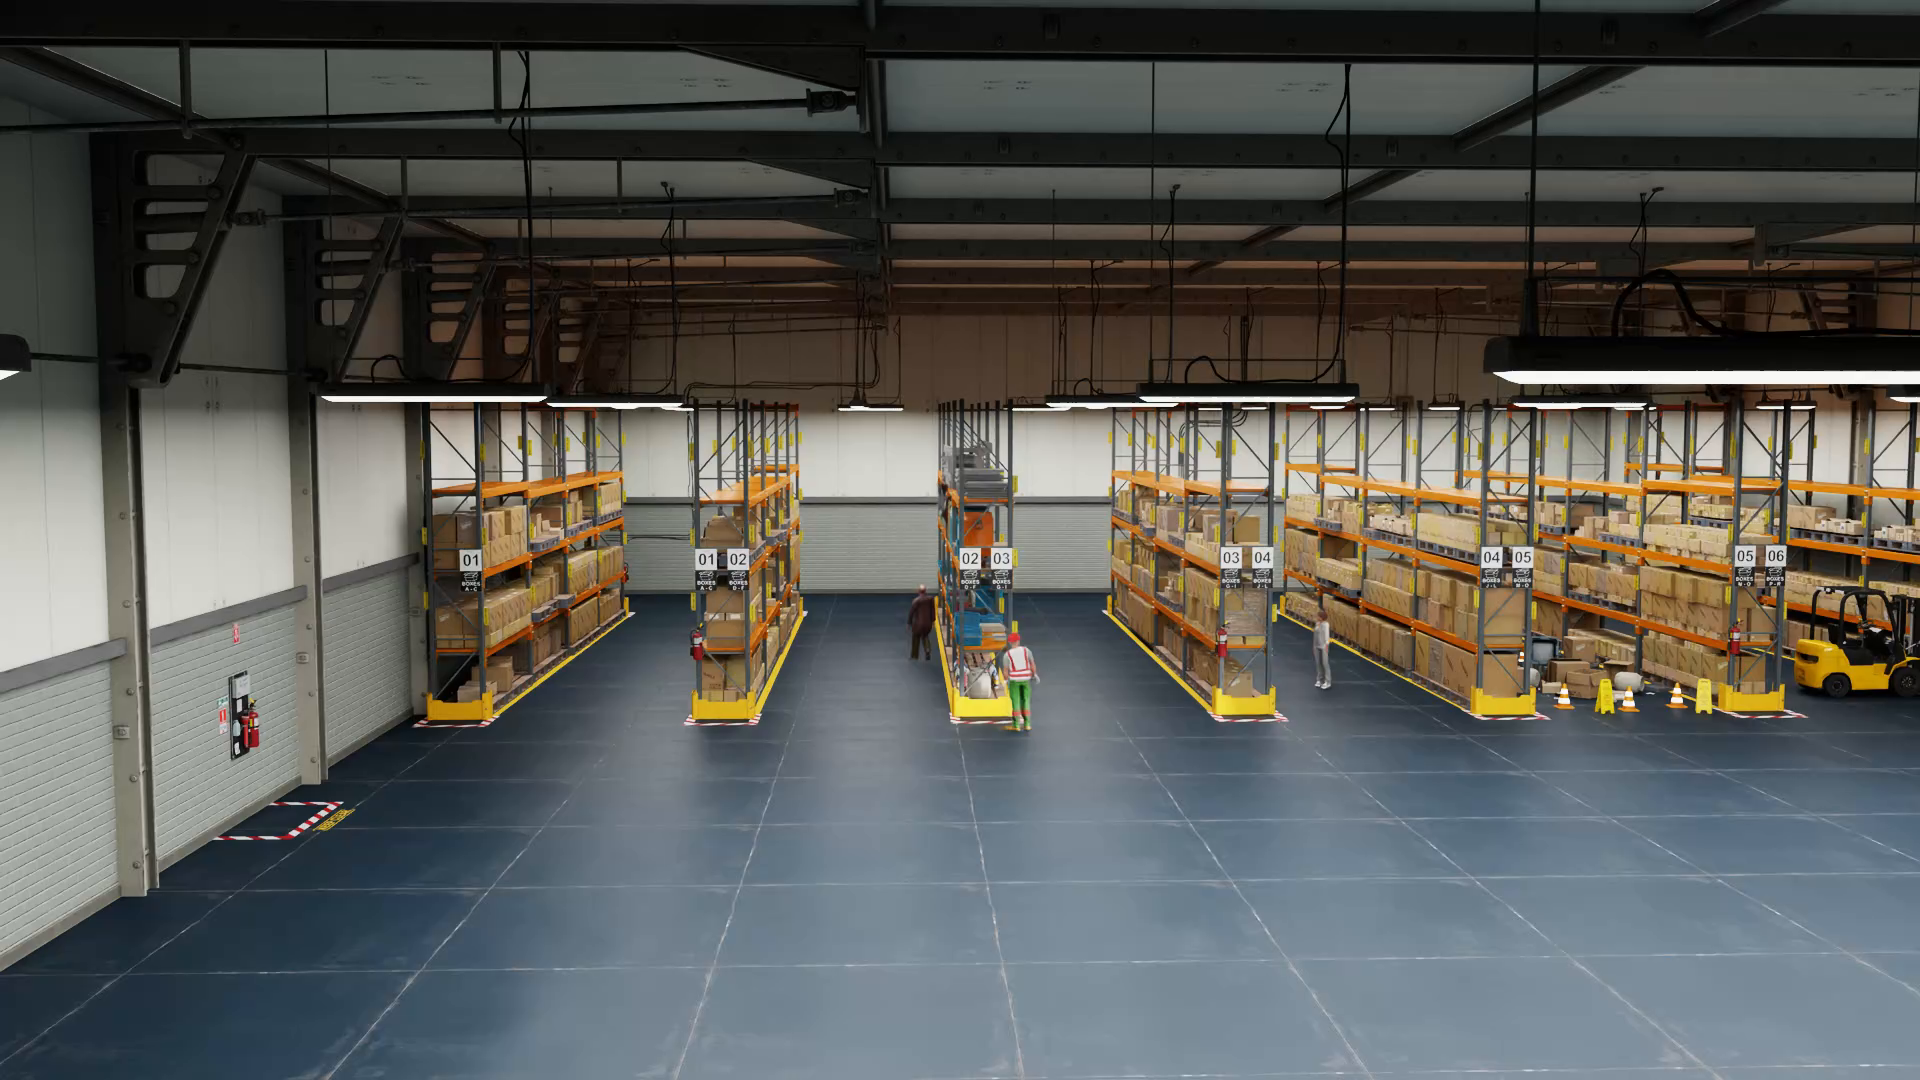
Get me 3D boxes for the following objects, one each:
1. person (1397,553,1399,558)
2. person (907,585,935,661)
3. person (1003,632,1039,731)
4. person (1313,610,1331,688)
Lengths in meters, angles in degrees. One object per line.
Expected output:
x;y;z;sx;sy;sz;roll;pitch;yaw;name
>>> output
13.079;1.160;49.220;0.777;1.615;0.471;-1;4;-7;person
-0.915;1.910;38.330;0.683;1.766;0.707;-3;5;-36;person
1.102;2.550;30.057;0.674;1.791;0.418;-1;4;-10;person
7.582;2.287;34.871;0.354;1.592;0.486;-3;5;-31;person
